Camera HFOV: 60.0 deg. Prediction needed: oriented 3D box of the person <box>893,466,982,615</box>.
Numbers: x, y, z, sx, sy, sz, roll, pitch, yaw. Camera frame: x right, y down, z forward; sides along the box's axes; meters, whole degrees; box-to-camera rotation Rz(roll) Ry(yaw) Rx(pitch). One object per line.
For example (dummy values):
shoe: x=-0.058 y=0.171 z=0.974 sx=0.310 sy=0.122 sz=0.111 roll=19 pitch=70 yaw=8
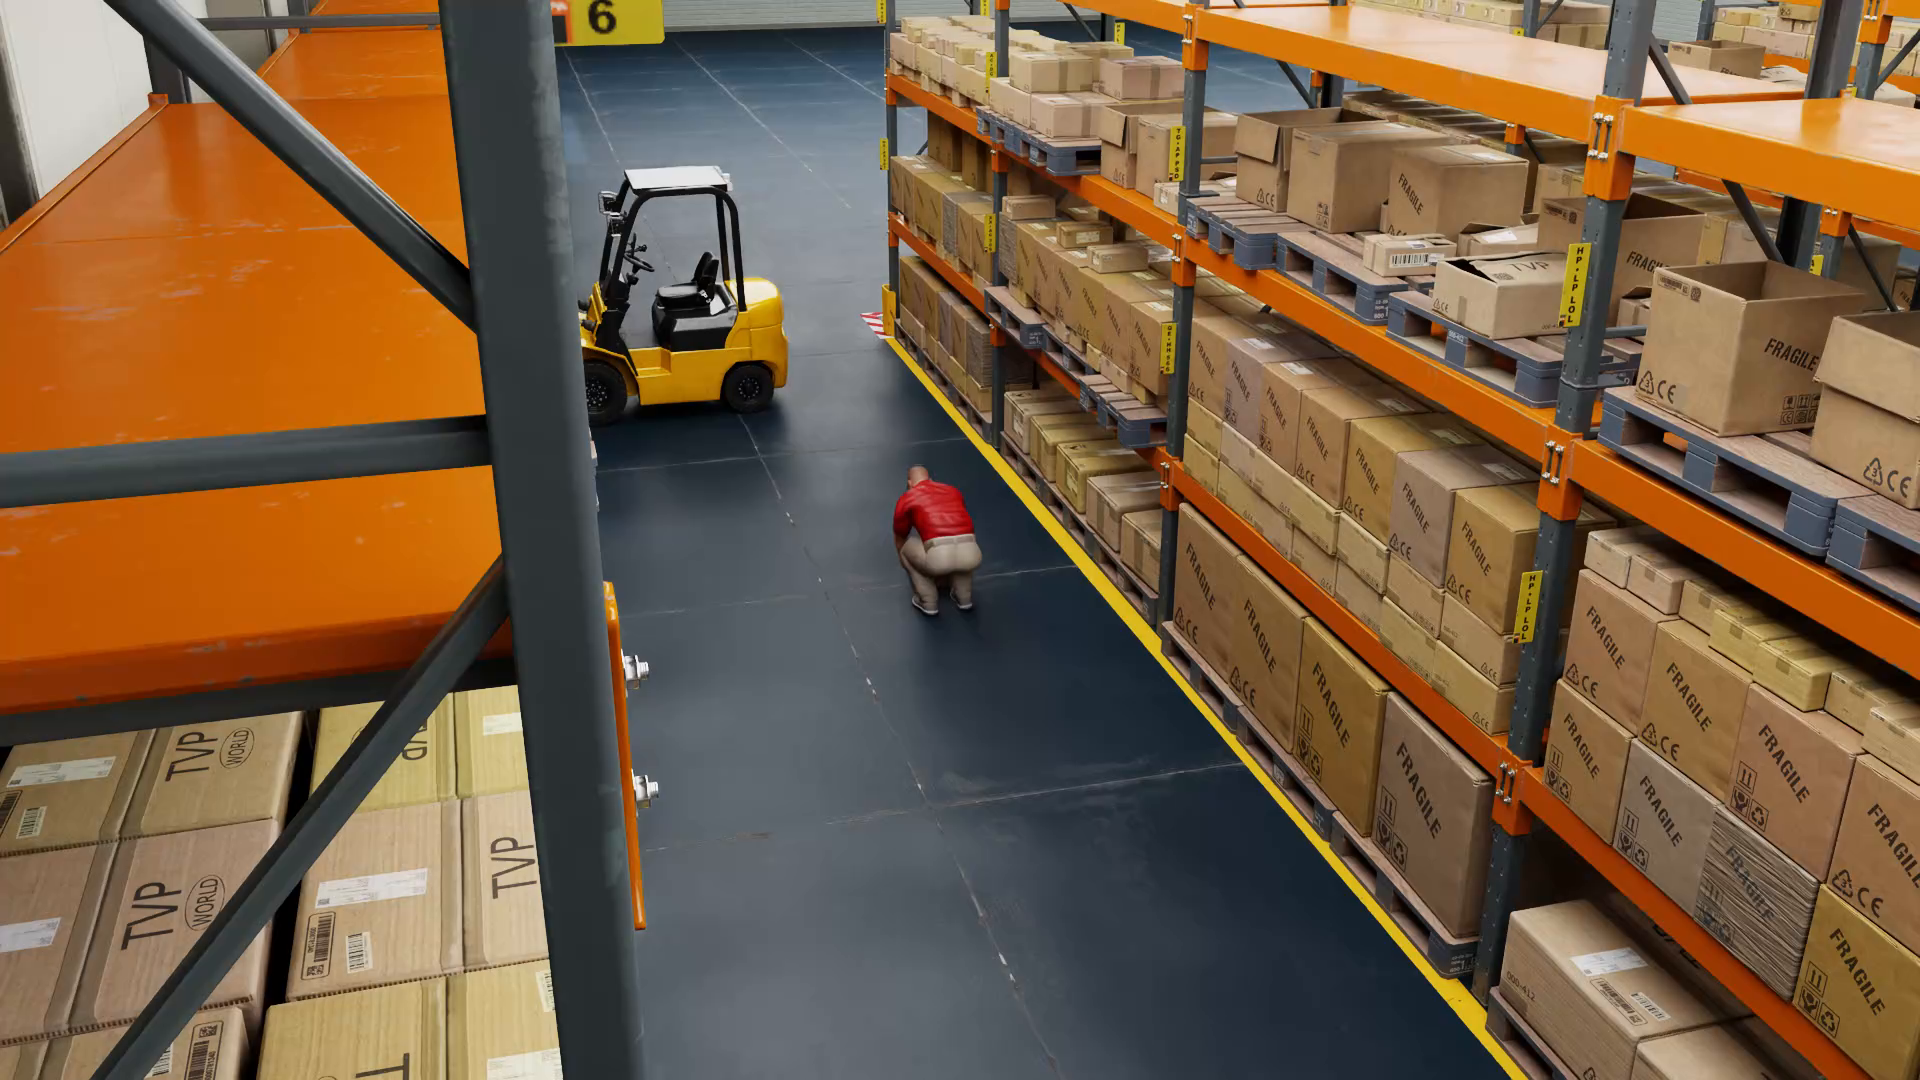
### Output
person: x=-0.163 y=0.014 z=11.732 sx=0.556 sy=0.901 sz=0.860 roll=-6 pitch=24 yaw=-14
